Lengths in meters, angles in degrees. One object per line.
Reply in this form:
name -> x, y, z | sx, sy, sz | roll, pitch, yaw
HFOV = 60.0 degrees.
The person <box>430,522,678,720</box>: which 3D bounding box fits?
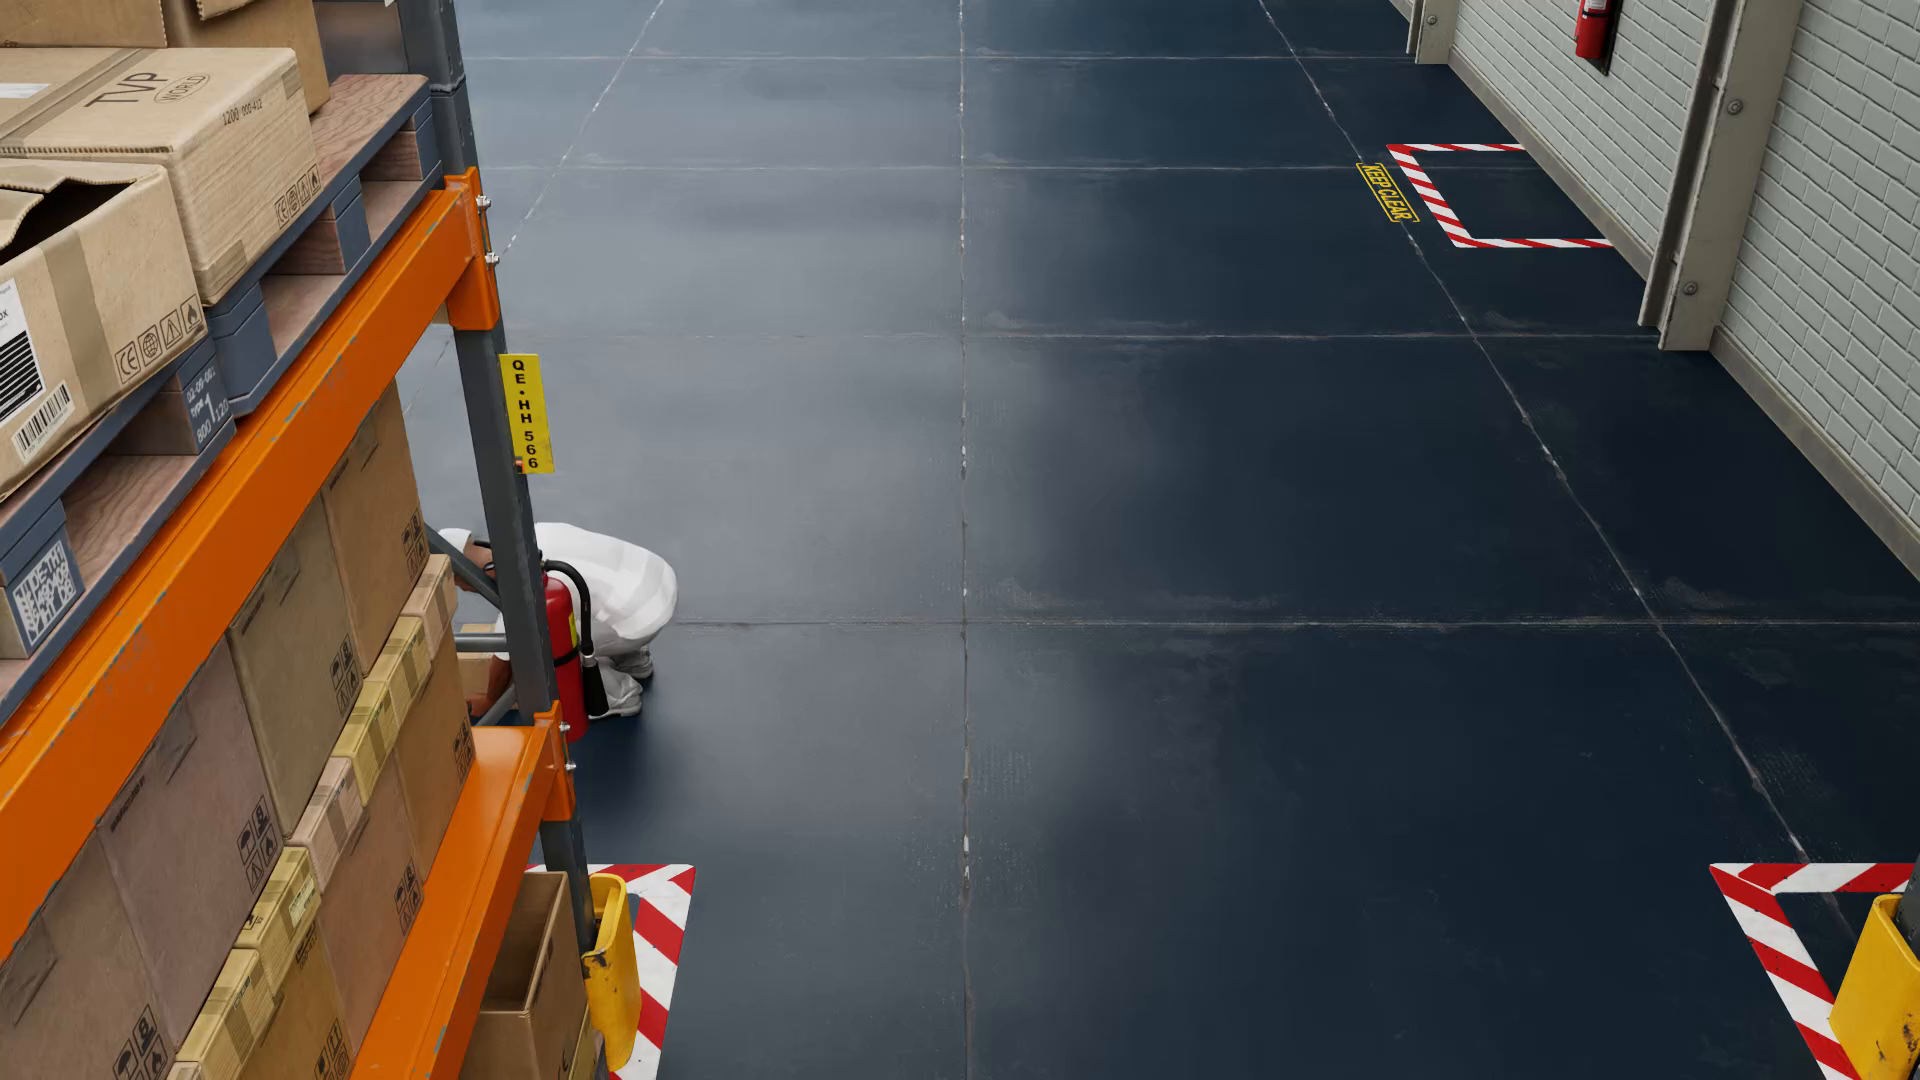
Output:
person -> -1.589, 0.327, 6.582 | 0.934, 0.887, 0.540 | -1, 31, -1
